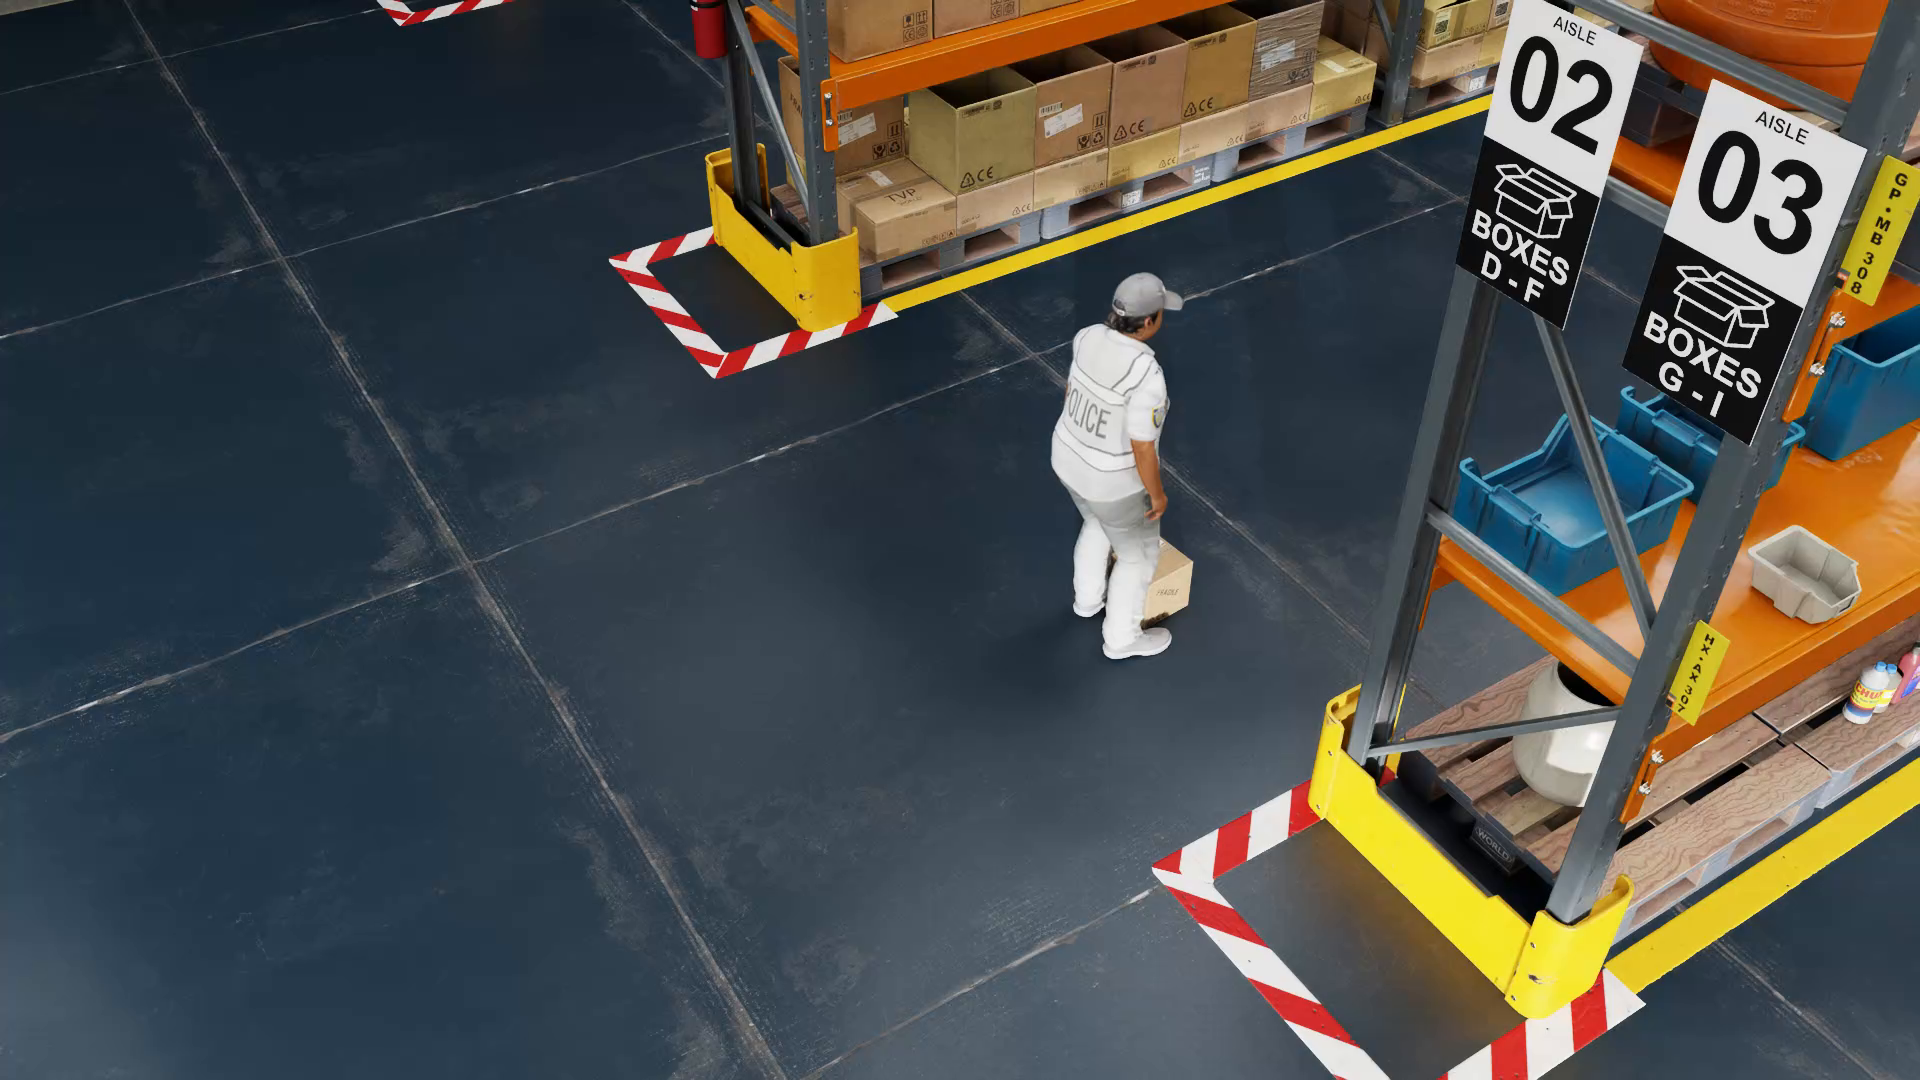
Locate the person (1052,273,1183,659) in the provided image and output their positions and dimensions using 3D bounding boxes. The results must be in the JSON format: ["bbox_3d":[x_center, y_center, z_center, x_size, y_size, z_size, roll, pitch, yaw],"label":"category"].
[{"bbox_3d":[0.619,-0.282,6.476,0.465,1.666,0.538,-22,46,-24],"label":"person"}]
